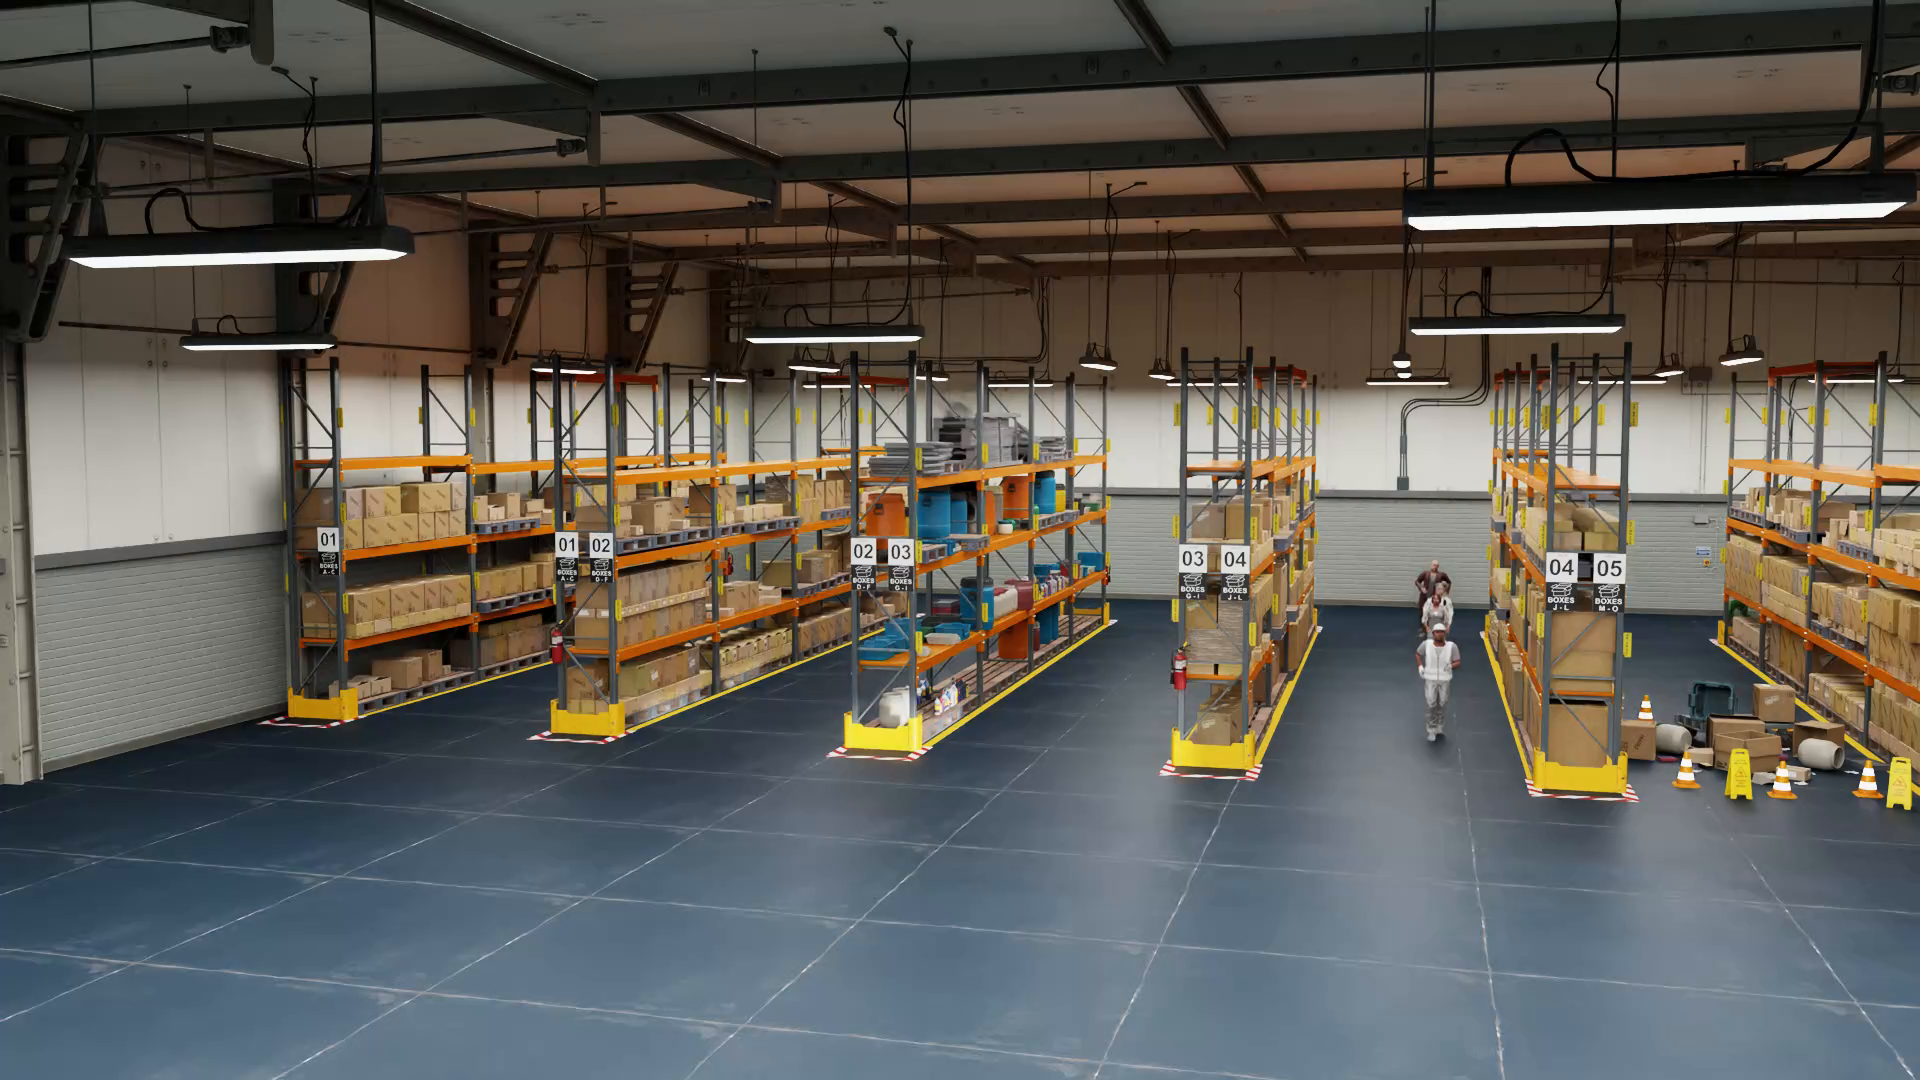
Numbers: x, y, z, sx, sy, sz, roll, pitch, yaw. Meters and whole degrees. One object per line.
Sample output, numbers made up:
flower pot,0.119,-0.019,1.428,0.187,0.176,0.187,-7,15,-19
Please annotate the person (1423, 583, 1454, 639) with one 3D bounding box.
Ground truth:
person,9.668,1.690,33.603,0.591,1.670,0.640,1,4,12

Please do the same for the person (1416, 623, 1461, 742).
person,7.462,2.221,25.956,0.669,1.847,0.703,1,4,12

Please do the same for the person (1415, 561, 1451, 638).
person,10.782,1.333,37.915,0.799,1.741,1.016,1,4,14

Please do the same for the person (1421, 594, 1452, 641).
person,9.368,1.831,32.713,0.589,1.536,0.575,1,4,17

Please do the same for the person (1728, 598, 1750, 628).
person,17.773,1.338,37.878,0.653,1.781,0.737,2,5,31
